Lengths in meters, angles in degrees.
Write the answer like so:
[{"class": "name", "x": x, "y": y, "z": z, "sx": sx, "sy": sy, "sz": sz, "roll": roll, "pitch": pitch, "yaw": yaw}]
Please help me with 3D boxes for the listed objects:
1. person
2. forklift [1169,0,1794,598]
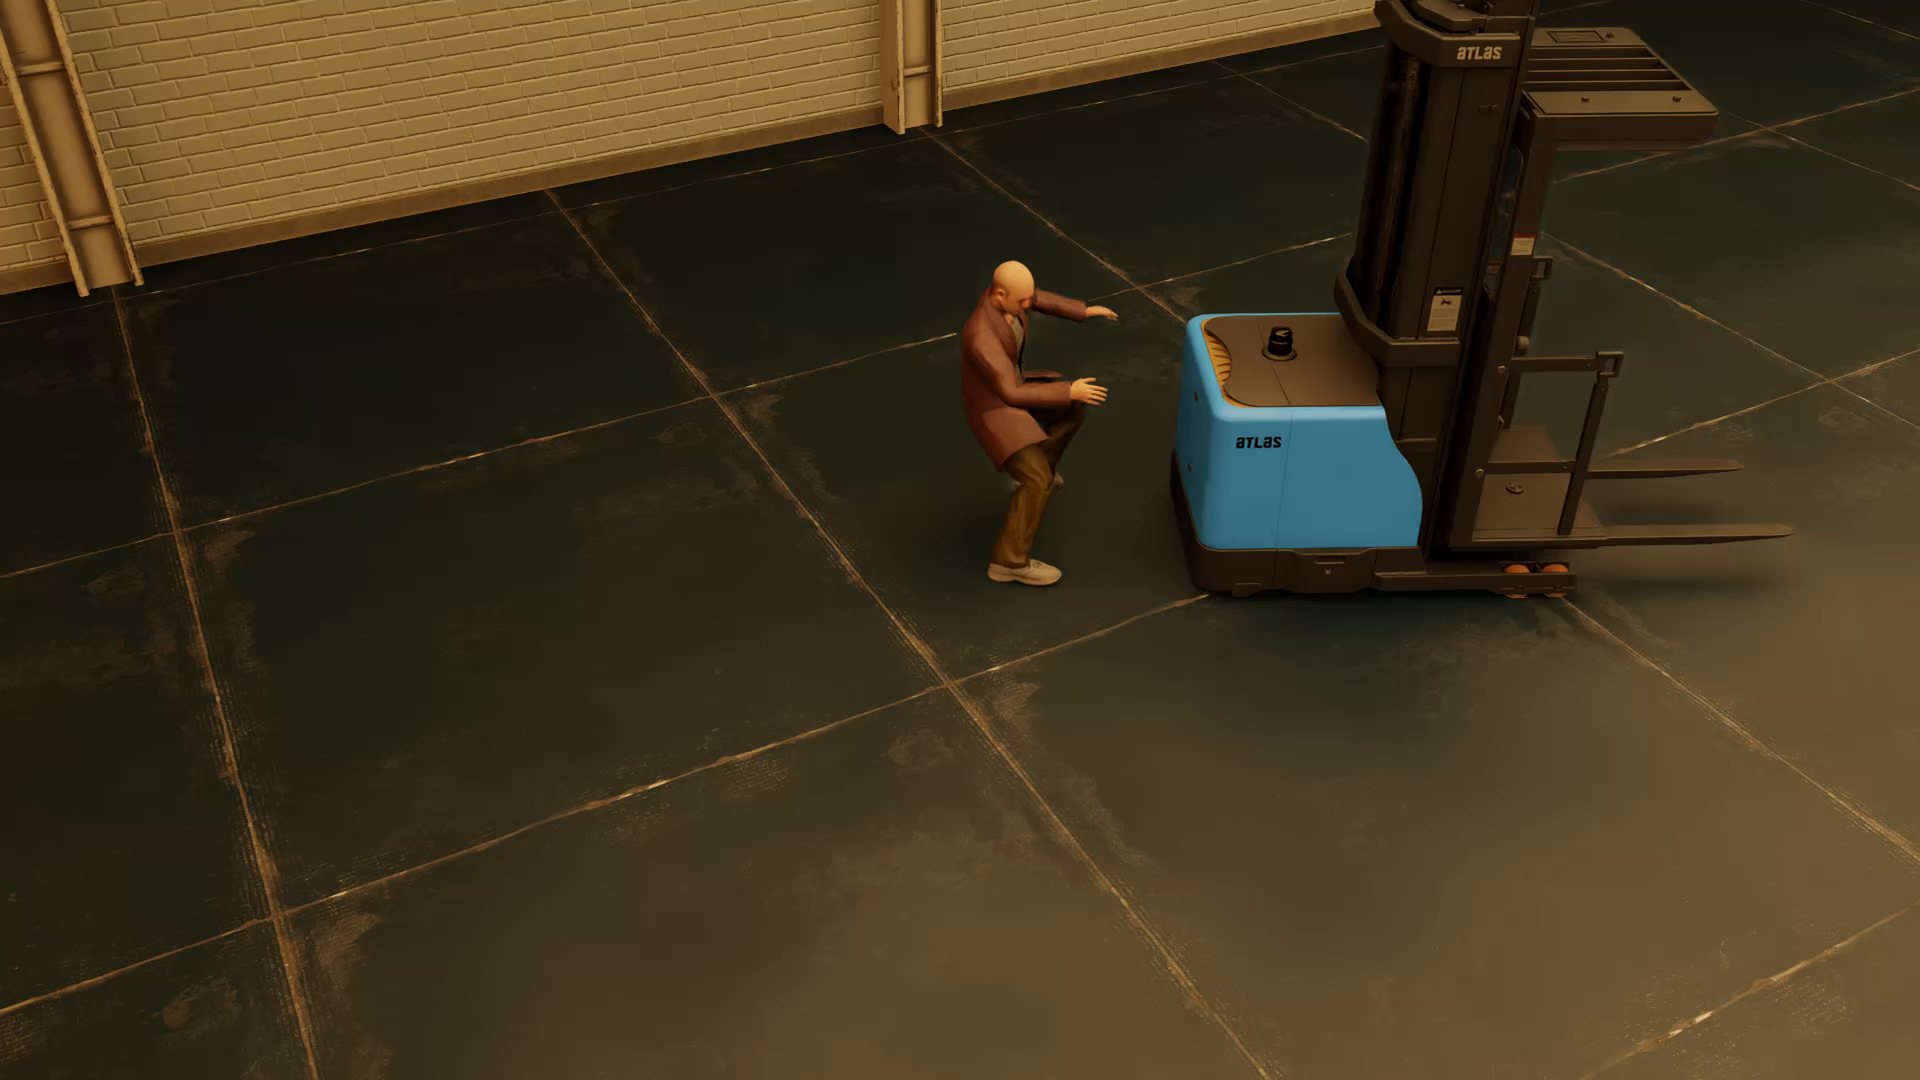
[{"class": "person", "x": 0.399, "y": -0.690, "z": 8.298, "sx": 0.780, "sy": 1.544, "sz": 1.031, "roll": 12, "pitch": 37, "yaw": 16}, {"class": "forklift", "x": 2.655, "y": -1.215, "z": 7.841, "sx": 3.031, "sy": 2.935, "sz": 1.130, "roll": -1, "pitch": 35, "yaw": -1}]
